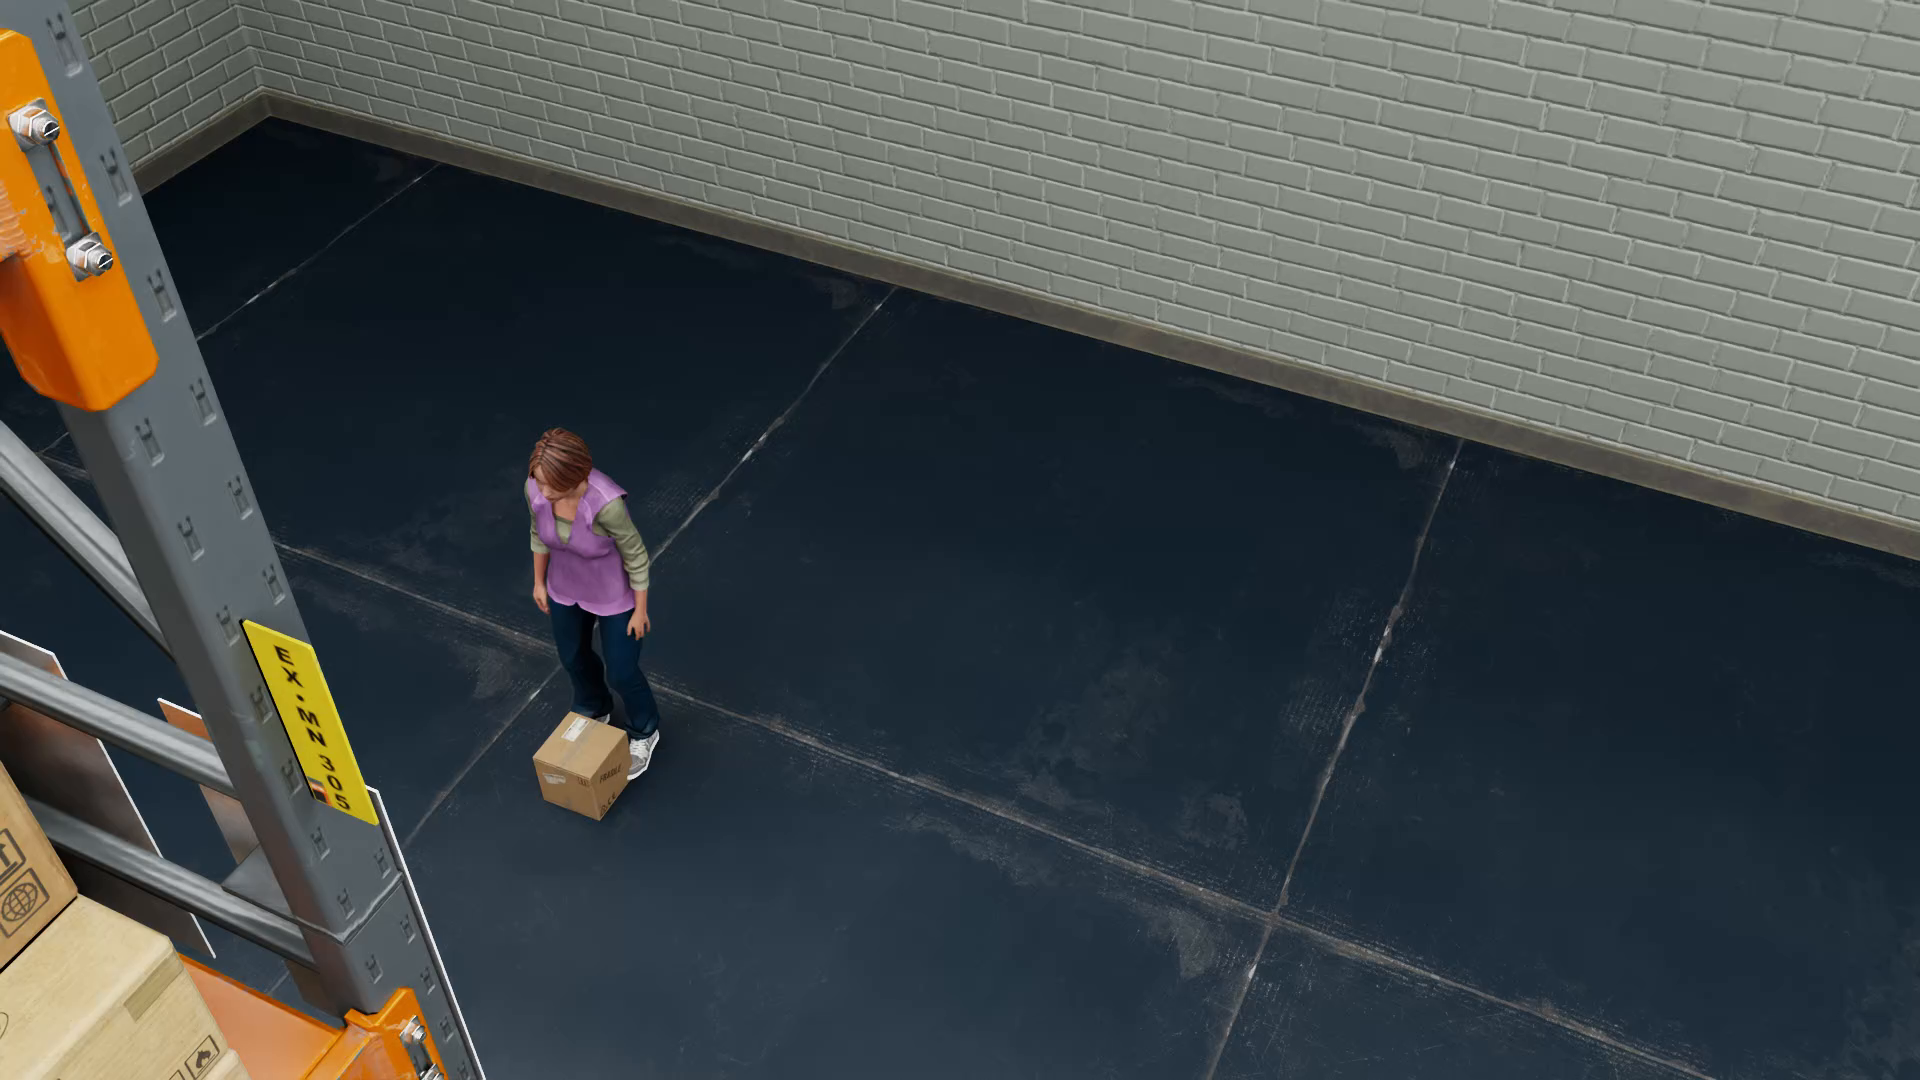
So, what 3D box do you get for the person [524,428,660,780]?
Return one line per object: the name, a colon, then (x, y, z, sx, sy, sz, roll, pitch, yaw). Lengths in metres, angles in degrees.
person: (-1.314, 0.210, 5.950, 0.480, 1.580, 0.347, 15, 45, 16)
